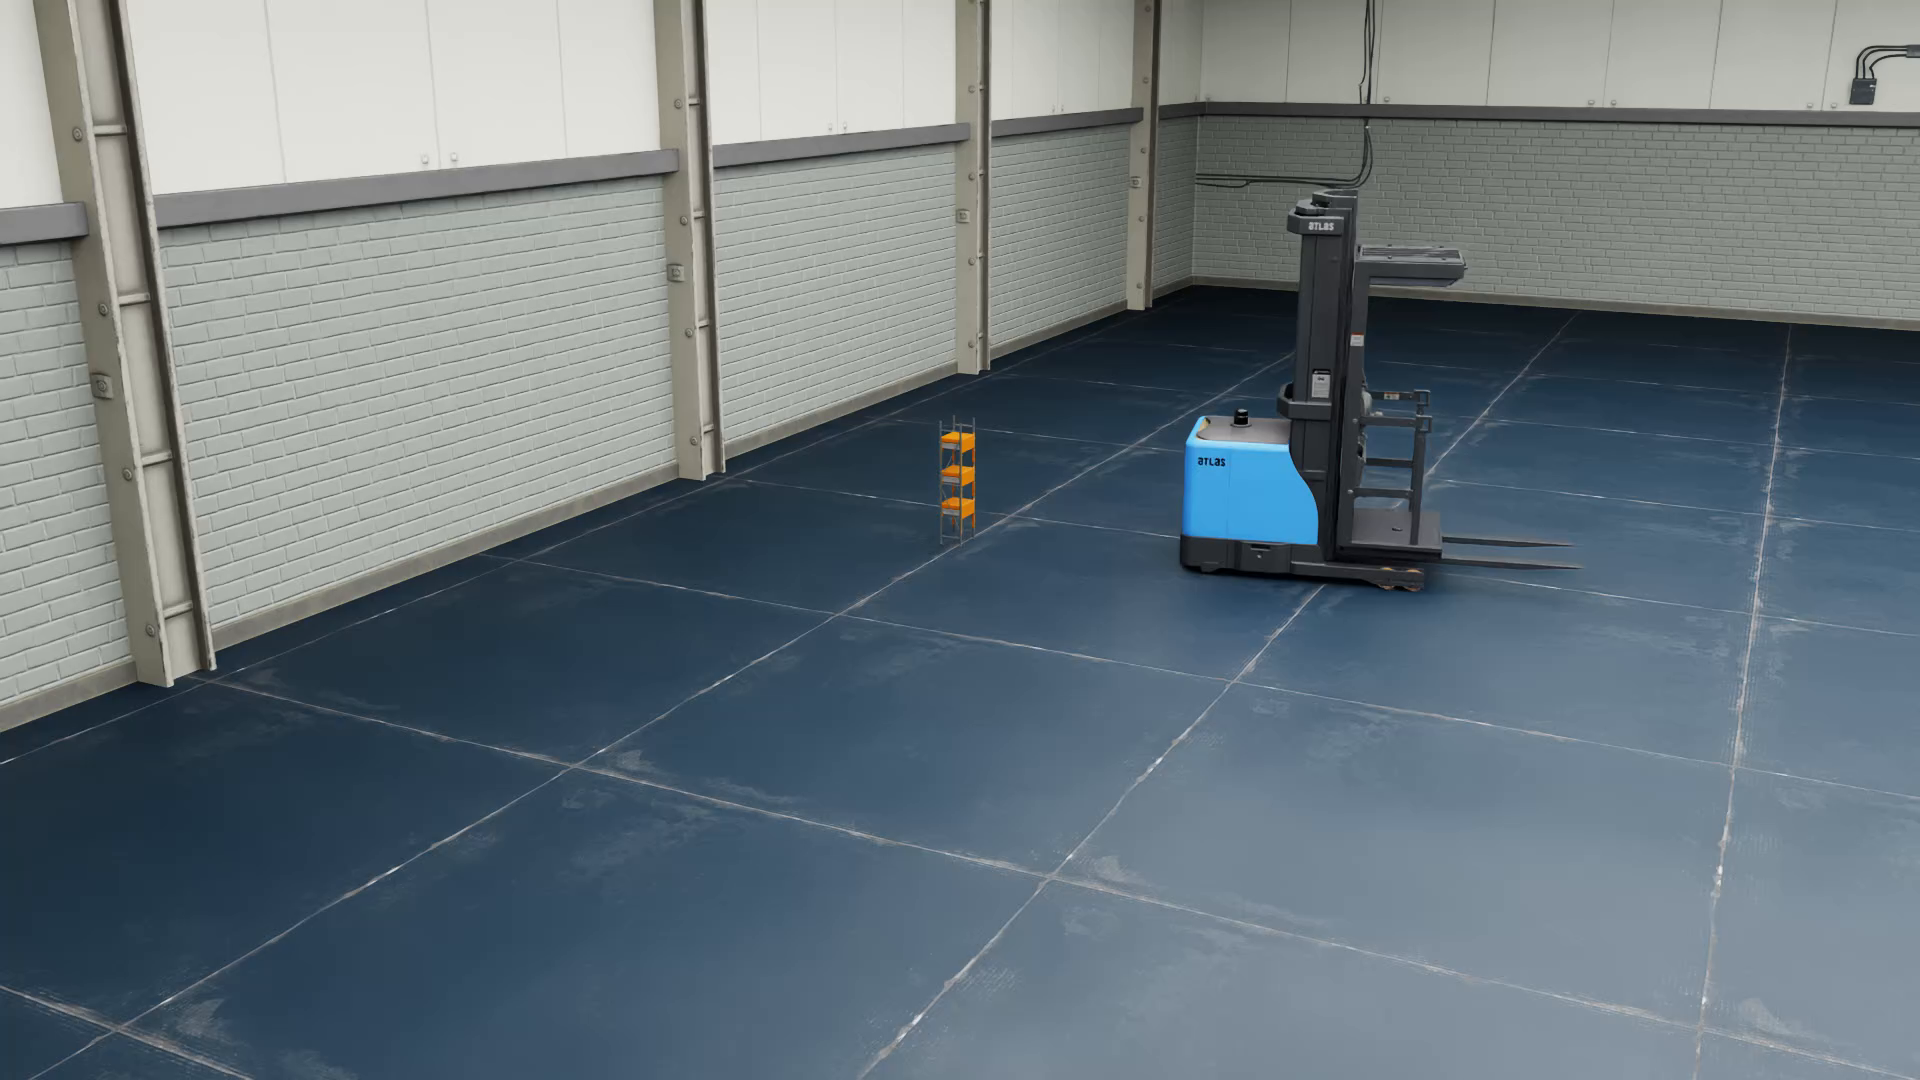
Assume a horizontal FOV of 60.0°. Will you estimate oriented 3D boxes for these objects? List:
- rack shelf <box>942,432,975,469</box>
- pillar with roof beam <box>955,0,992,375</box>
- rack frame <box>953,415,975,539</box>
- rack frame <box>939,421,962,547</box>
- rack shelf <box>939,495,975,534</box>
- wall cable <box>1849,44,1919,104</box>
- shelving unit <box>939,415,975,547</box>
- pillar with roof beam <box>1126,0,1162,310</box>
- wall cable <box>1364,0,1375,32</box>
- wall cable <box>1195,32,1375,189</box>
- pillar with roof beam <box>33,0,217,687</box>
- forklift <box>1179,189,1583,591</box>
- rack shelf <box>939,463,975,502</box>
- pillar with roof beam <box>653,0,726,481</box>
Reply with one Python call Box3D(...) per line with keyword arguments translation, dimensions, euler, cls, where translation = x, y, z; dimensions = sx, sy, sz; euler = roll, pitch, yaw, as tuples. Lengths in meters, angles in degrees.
Box3D(translation=(-0.024, -0.752, 13.751), dimensions=(0.215, 0.259, 0.240), euler=(8, 18, 25), cls="rack shelf")
Box3D(translation=(4.015, -5.934, 18.198), dimensions=(9.100, 9.000, 0.400), euler=(8, 18, 25), cls="pillar with roof beam")
Box3D(translation=(0.031, -0.521, 13.934), dimensions=(0.200, 1.050, 0.008), euler=(8, 18, 25), cls="rack frame")
Box3D(translation=(-0.078, -0.459, 13.724), dimensions=(0.200, 1.050, 0.008), euler=(8, 18, 25), cls="rack frame")
Box3D(translation=(-0.024, -0.213, 13.911), dimensions=(0.215, 0.259, 0.240), euler=(8, 18, 25), cls="rack shelf")
Box3D(translation=(13.830, -9.010, 22.583), dimensions=(2.305, 6.003, 0.169), euler=(8, 18, 25), cls="wall cable")
Box3D(translation=(-0.024, -0.490, 13.829), dimensions=(0.215, 1.050, 0.252), euler=(8, 18, 25), cls="shelving unit")
Box3D(translation=(6.696, -7.462, 23.343), dimensions=(9.100, 9.000, 0.400), euler=(8, 18, 25), cls="pillar with roof beam")
Box3D(translation=(7.765, -9.180, 25.712), dimensions=(3.097, 2.526, 0.112), euler=(8, 18, 25), cls="wall cable")
Box3D(translation=(5.344, -7.104, 27.590), dimensions=(3.097, 2.526, 0.112), euler=(8, 18, 25), cls="wall cable")
Box3D(translation=(-1.347, -2.877, 7.907), dimensions=(9.100, 9.000, 0.400), euler=(8, 18, 25), cls="pillar with roof beam")
Box3D(translation=(3.313, -1.180, 12.851), dimensions=(3.031, 2.935, 1.130), euler=(4, 17, 13), cls="forklift")
Box3D(translation=(-0.024, -0.479, 13.832), dimensions=(0.215, 0.259, 0.240), euler=(8, 18, 25), cls="rack shelf")
Box3D(translation=(1.334, -4.406, 13.052), dimensions=(9.100, 9.000, 0.400), euler=(8, 18, 25), cls="pillar with roof beam")
